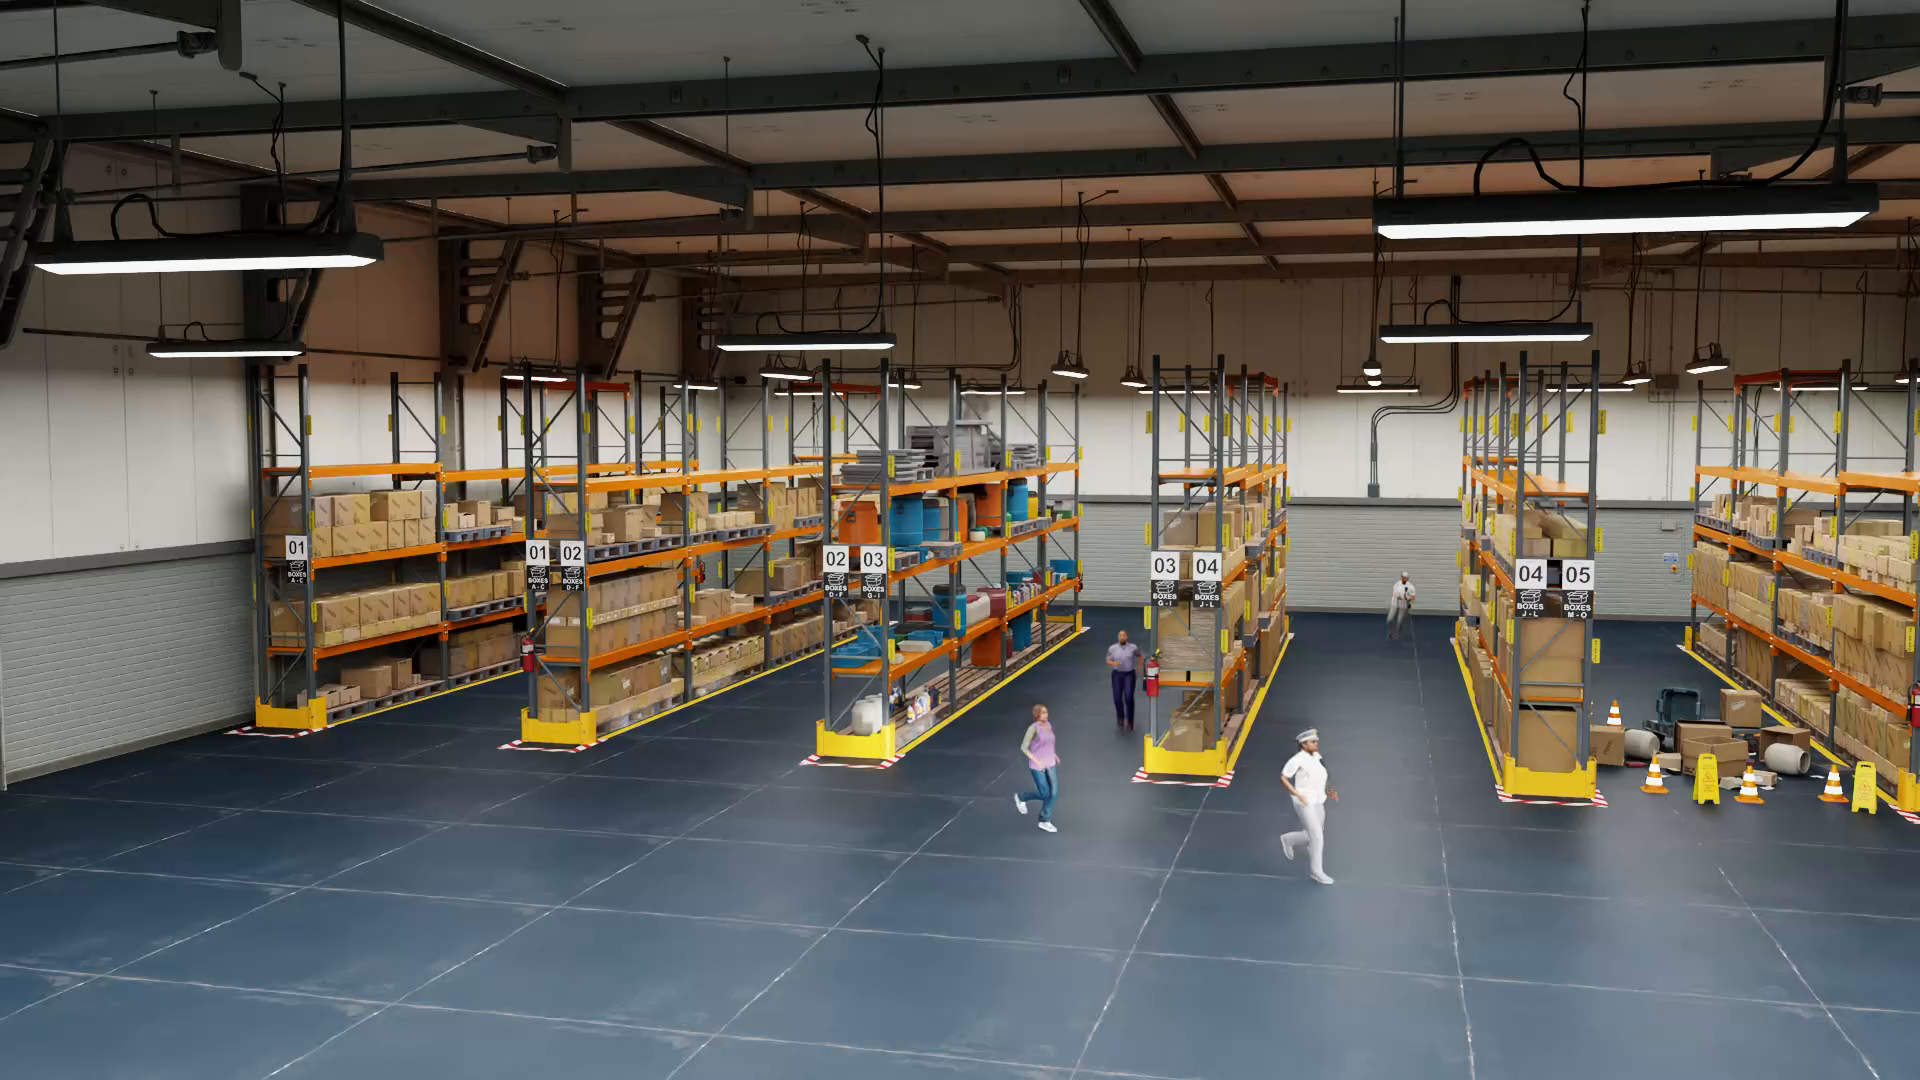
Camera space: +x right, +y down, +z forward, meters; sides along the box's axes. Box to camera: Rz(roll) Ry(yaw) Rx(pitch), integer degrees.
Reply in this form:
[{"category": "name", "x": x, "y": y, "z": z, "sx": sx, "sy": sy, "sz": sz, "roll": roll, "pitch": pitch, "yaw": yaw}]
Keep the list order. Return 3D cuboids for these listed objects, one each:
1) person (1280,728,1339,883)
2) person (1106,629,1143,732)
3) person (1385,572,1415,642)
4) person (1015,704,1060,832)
[{"category": "person", "x": 3.841, "y": 2.916, "z": 18.401, "sx": 0.577, "sy": 1.681, "sz": 0.698, "roll": -3, "pitch": 5, "yaw": -41}, {"category": "person", "x": 2.692, "y": 2.313, "z": 27.334, "sx": 0.576, "sy": 1.682, "sz": 0.716, "roll": 1, "pitch": 4, "yaw": 12}, {"category": "person", "x": 10.179, "y": 1.564, "z": 38.392, "sx": 0.690, "sy": 1.679, "sz": 0.632, "roll": 3, "pitch": 5, "yaw": 33}, {"category": "person", "x": 0.977, "y": 2.822, "z": 20.681, "sx": 0.623, "sy": 1.545, "sz": 0.545, "roll": 4, "pitch": 6, "yaw": 45}]
